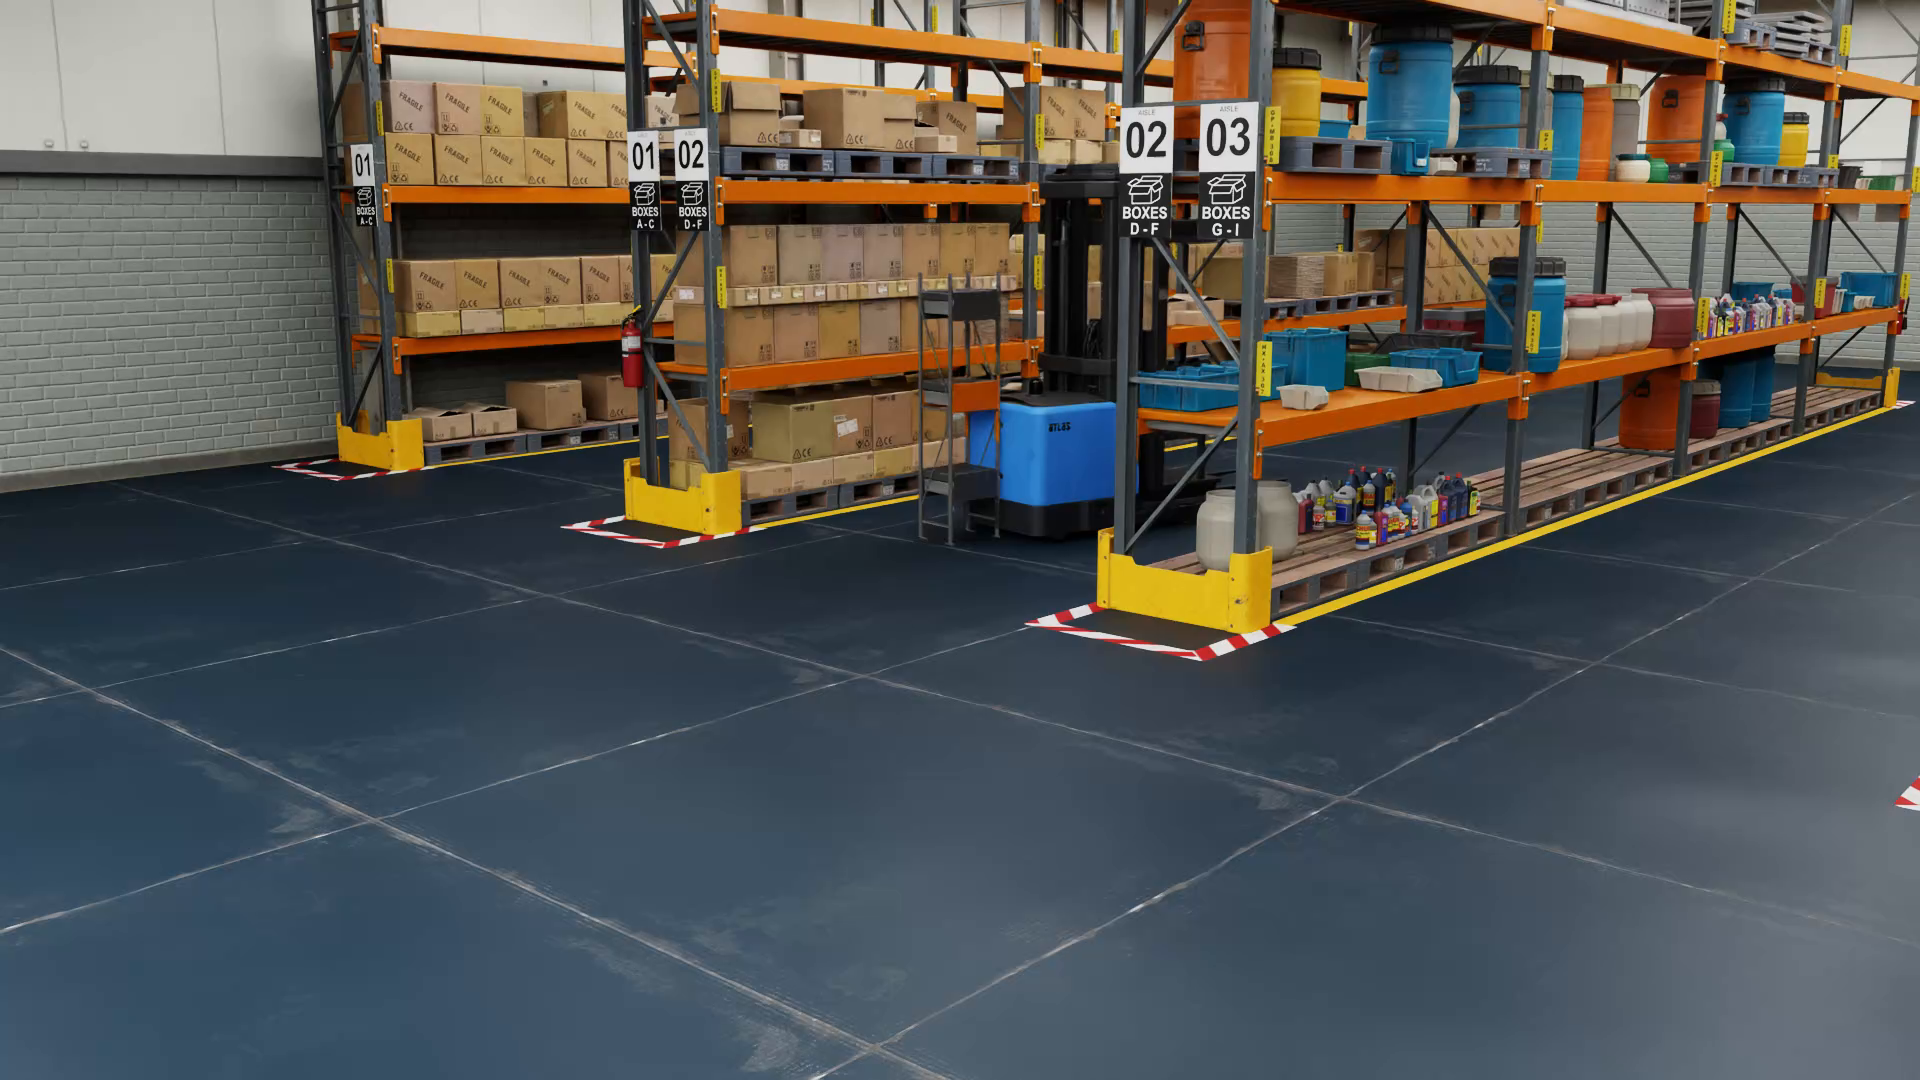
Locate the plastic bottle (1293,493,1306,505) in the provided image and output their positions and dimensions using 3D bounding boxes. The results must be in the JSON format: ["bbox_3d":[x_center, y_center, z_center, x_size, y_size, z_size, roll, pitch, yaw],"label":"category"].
[{"bbox_3d":[2.489,-0.209,12.428,0.152,0.276,0.135,10,15,41],"label":"plastic bottle"}]

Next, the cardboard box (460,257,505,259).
[{"bbox_3d":[-5.193,-2.799,17.985,0.500,0.500,0.500,9,15,39],"label":"cardboard box"}]

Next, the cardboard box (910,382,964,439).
[{"bbox_3d":[-0.139,-1.254,15.867,0.500,0.500,0.500,10,15,40],"label":"cardboard box"}]

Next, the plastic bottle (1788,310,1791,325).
[{"bbox_3d":[9.267,-2.516,18.656,0.097,0.201,0.097,0,11,0],"label":"plastic bottle"}]

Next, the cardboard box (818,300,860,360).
[{"bbox_3d":[-1.306,-1.875,14.687,0.700,0.500,0.500,10,15,41],"label":"cardboard box"}]

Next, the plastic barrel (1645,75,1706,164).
[{"bbox_3d":[7.077,-4.116,16.332,0.600,0.830,0.708,10,15,40],"label":"plastic barrel"}]

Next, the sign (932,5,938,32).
[{"bbox_3d":[-0.328,-6.796,21.675,0.100,0.325,0.005,10,15,40],"label":"sign"}]

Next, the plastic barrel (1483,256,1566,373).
[{"bbox_3d":[4.542,-1.820,13.386,0.600,0.901,0.708,10,15,40],"label":"plastic barrel"}]

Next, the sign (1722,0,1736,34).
[{"bbox_3d":[7.118,-4.859,15.386,0.100,0.325,0.005,10,15,40],"label":"sign"}]

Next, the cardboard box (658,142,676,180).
[{"bbox_3d":[-3.532,-4.261,18.920,0.500,0.500,0.500,10,15,42],"label":"cardboard box"}]

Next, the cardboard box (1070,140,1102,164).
[{"bbox_3d":[1.116,-3.972,17.090,0.500,0.250,0.500,8,14,35],"label":"cardboard box"}]

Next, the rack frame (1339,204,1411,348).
[{"bbox_3d":[5.622,-3.375,22.449,1.000,3.000,0.127,10,15,40],"label":"rack frame"}]

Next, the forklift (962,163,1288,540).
[{"bbox_3d":[1.510,-1.643,13.953,3.031,2.935,1.130,-8,14,-35],"label":"forklift"}]

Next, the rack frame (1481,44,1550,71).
[{"bbox_3d":[8.263,-6.905,24.808,1.000,3.000,0.127,10,15,40],"label":"rack frame"}]

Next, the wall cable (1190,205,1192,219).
[{"bbox_3d":[4.674,-5.412,30.055,0.084,1.984,1.851,10,15,40],"label":"wall cable"}]

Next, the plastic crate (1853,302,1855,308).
[{"bbox_3d":[11.030,-2.948,20.833,0.298,0.136,0.250,10,15,40],"label":"plastic crate"}]

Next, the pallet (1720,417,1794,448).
[{"bbox_3d":[8.800,-1.258,18.971,1.003,0.211,1.213,10,15,40],"label":"pallet"}]

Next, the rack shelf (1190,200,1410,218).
[{"bbox_3d":[4.302,-4.199,20.752,1.077,0.370,4.000,10,15,40],"label":"rack shelf"}]

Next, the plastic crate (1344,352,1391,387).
[{"bbox_3d":[2.952,-1.290,12.550,0.450,0.188,0.662,10,15,40],"label":"plastic crate"}]

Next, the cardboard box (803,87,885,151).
[{"bbox_3d":[-0.998,-3.613,14.297,0.500,0.500,0.500,10,15,40],"label":"cardboard box"}]

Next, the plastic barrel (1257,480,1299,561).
[{"bbox_3d":[2.127,-0.135,11.506,0.421,0.512,0.421,0,11,0],"label":"plastic barrel"}]

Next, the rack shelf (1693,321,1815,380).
[{"bbox_3d":[8.020,-2.087,17.837,1.077,0.370,4.000,10,15,40],"label":"rack shelf"}]

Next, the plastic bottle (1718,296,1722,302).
[{"bbox_3d":[8.778,-2.678,19.257,0.061,0.283,0.133,10,15,40],"label":"plastic bottle"}]

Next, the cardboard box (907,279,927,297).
[{"bbox_3d":[-0.517,-2.310,15.209,0.380,0.149,0.250,10,15,42],"label":"cardboard box"}]

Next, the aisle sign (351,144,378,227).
[{"bbox_3d":[-5.845,-3.475,16.311,0.394,0.787,0.004,10,15,40],"label":"aisle sign"}]

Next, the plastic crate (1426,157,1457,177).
[{"bbox_3d":[3.304,-2.610,11.635,0.243,0.136,0.396,10,15,40],"label":"plastic crate"}]

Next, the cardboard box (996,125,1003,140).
[{"bbox_3d":[0.866,-5.922,24.253,0.500,0.250,0.500,9,15,39],"label":"cardboard box"}]

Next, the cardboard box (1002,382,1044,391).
[{"bbox_3d":[0.732,-1.504,17.600,0.500,0.311,0.500,10,15,42],"label":"cardboard box"}]

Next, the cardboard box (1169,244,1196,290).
[{"bbox_3d":[3.228,-4.454,27.089,0.980,0.700,0.700,9,14,38],"label":"cardboard box"}]

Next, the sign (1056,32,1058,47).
[{"bbox_3d":[1.498,-7.568,25.335,0.100,0.325,0.005,10,15,40],"label":"sign"}]

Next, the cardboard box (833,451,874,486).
[{"bbox_3d":[-1.120,-0.664,14.827,0.500,0.250,0.500,10,15,40],"label":"cardboard box"}]

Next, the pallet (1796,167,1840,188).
[{"bbox_3d":[8.896,-3.984,18.324,1.213,0.211,1.003,10,15,40],"label":"pallet"}]

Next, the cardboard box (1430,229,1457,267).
[{"bbox_3d":[6.485,-4.023,22.886,0.500,0.500,0.500,9,15,39],"label":"cardboard box"}]

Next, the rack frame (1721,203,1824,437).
[{"bbox_3d":[9.341,-2.734,19.240,1.000,3.000,0.127,10,15,40],"label":"rack frame"}]

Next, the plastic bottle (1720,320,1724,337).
[{"bbox_3d":[7.719,-2.171,16.929,0.097,0.201,0.097,0,11,0],"label":"plastic bottle"}]

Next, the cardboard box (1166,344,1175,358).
[{"bbox_3d":[3.144,-3.240,27.085,0.700,0.500,0.500,10,15,42],"label":"cardboard box"}]

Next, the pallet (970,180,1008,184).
[{"bbox_3d":[0.379,-5.071,23.765,1.003,0.211,1.213,11,16,43],"label":"pallet"}]

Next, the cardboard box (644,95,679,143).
[{"bbox_3d":[-3.509,-4.749,18.812,0.500,0.500,0.500,8,14,36],"label":"cardboard box"}]

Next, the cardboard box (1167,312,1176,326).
[{"bbox_3d":[2.182,-2.468,18.551,0.250,0.149,0.380,-11,16,-43],"label":"cardboard box"}]

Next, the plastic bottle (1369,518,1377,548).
[{"bbox_3d":[2.918,-0.053,11.841,0.097,0.201,0.097,0,11,0],"label":"plastic bottle"}]

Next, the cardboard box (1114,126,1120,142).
[{"bbox_3d":[2.580,-6.103,25.593,0.500,0.500,0.500,10,15,40],"label":"cardboard box"}]

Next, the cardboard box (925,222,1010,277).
[{"bbox_3d":[0.053,-2.817,16.088,0.700,0.500,0.500,10,15,41],"label":"cardboard box"}]

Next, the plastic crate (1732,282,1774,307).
[{"bbox_3d":[9.393,-2.868,19.800,0.392,0.384,0.575,10,15,40],"label":"plastic crate"}]

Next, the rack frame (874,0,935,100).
[{"bbox_3d":[-0.742,-6.368,22.119,1.000,3.000,0.127,10,15,40],"label":"rack frame"}]

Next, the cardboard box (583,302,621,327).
[{"bbox_3d":[-4.123,-2.517,18.485,0.500,0.250,0.500,10,15,40],"label":"cardboard box"}]

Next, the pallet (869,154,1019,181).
[{"bbox_3d":[-0.202,-3.496,15.626,1.003,0.211,1.213,10,15,40],"label":"pallet"}]

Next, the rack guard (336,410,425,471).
[{"bbox_3d":[-5.972,-1.034,17.114,1.175,0.500,0.348,10,15,40],"label":"rack guard"}]

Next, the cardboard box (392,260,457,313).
[{"bbox_3d":[-5.482,-2.584,16.910,0.500,0.500,0.500,10,15,40],"label":"cardboard box"}]

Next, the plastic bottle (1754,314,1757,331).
[{"bbox_3d":[8.451,-2.334,17.746,0.097,0.201,0.097,0,11,0],"label":"plastic bottle"}]

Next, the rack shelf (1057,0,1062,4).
[{"bbox_3d":[0.578,-7.939,23.337,1.077,0.370,4.000,10,15,40],"label":"rack shelf"}]

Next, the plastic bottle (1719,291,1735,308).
[{"bbox_3d":[8.838,-2.694,19.165,0.144,0.351,0.185,10,15,40],"label":"plastic bottle"}]

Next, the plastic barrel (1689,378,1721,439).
[{"bbox_3d":[7.756,-1.409,17.692,0.600,0.588,0.708,10,15,40],"label":"plastic barrel"}]

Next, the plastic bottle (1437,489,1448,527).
[{"bbox_3d":[3.648,-0.251,12.620,0.133,0.283,0.061,-11,16,-44],"label":"plastic bottle"}]

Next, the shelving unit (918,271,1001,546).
[{"bbox_3d":[-0.005,-1.046,13.085,0.503,2.100,0.431,-9,15,-39],"label":"shelving unit"}]
